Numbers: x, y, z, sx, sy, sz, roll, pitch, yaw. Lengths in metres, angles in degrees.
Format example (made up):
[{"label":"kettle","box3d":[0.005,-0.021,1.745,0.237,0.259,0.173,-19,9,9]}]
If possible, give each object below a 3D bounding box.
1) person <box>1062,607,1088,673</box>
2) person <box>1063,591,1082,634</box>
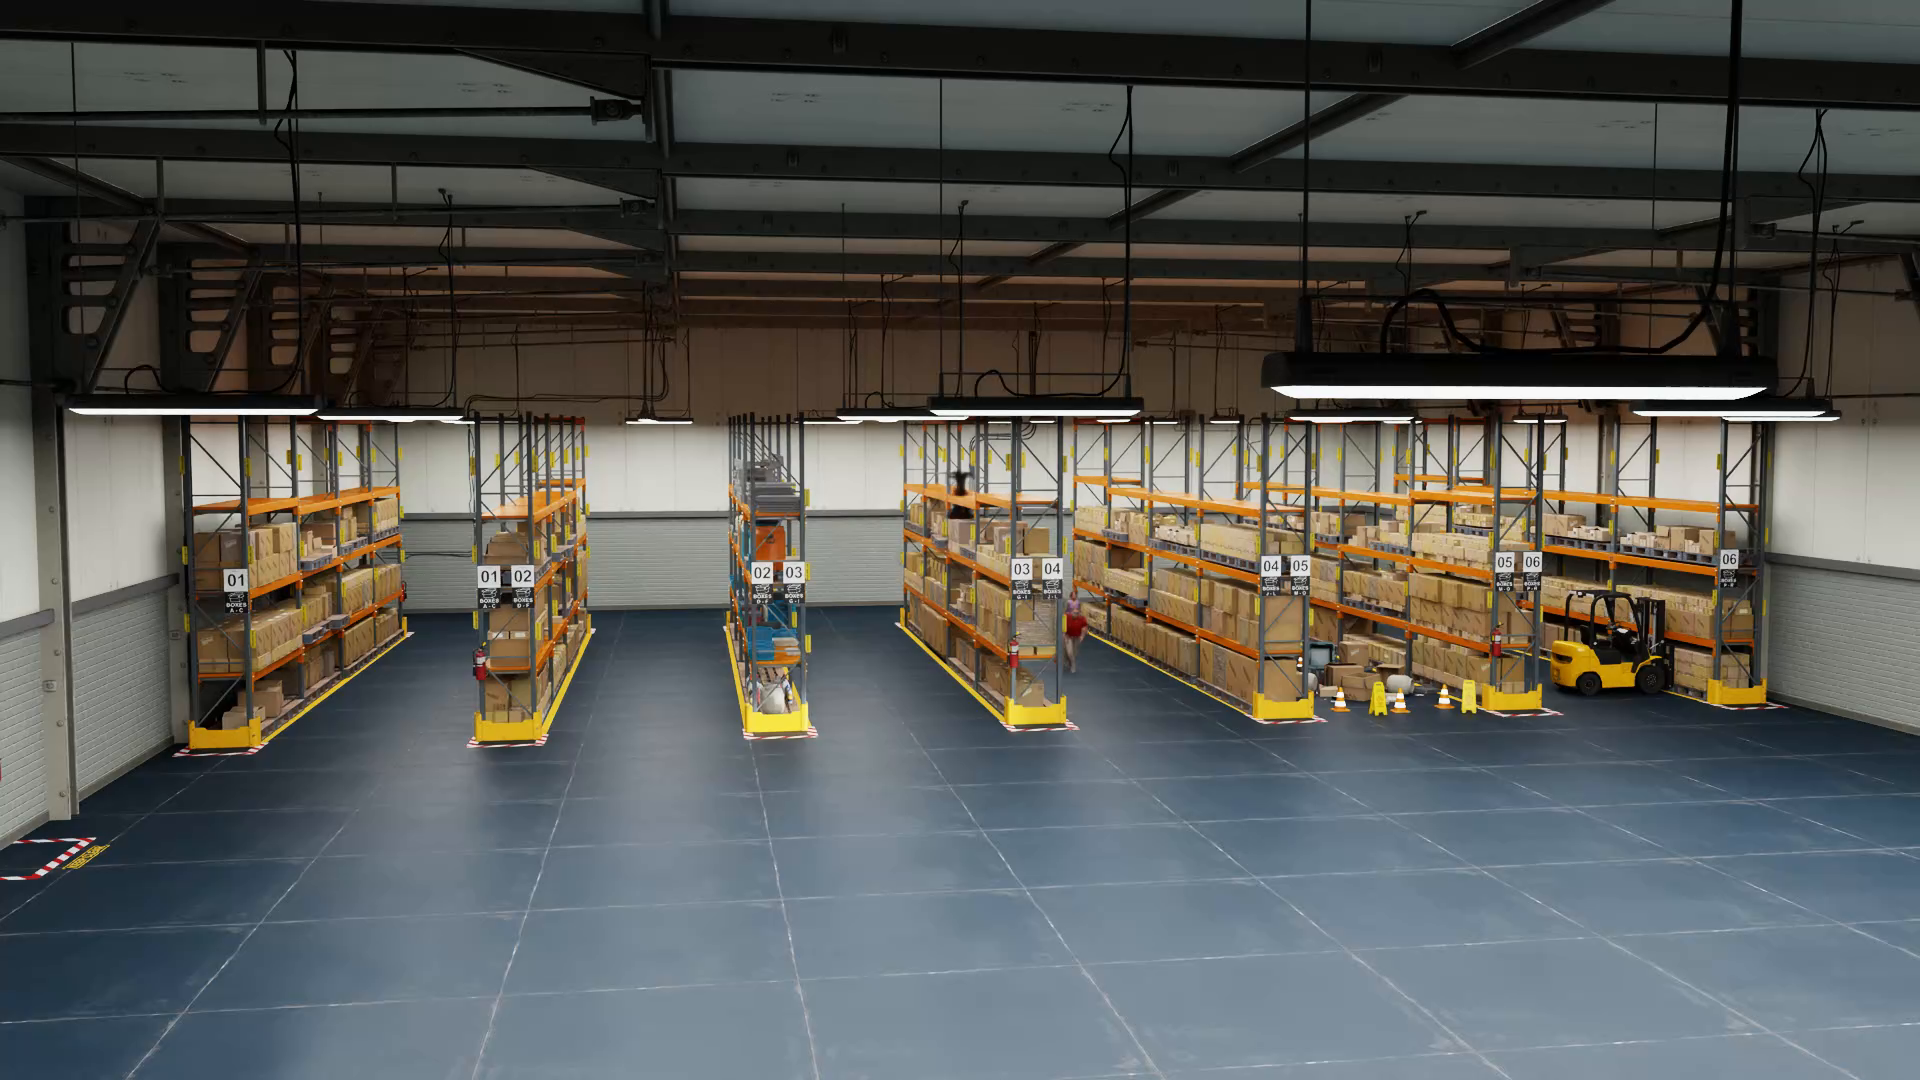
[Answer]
[{"label":"person","box3d":[2.638,2.312,38.923,0.662,1.560,0.971,0,4,-7]},{"label":"person","box3d":[2.867,2.063,42.593,0.520,1.559,0.642,-1,4,-15]}]
